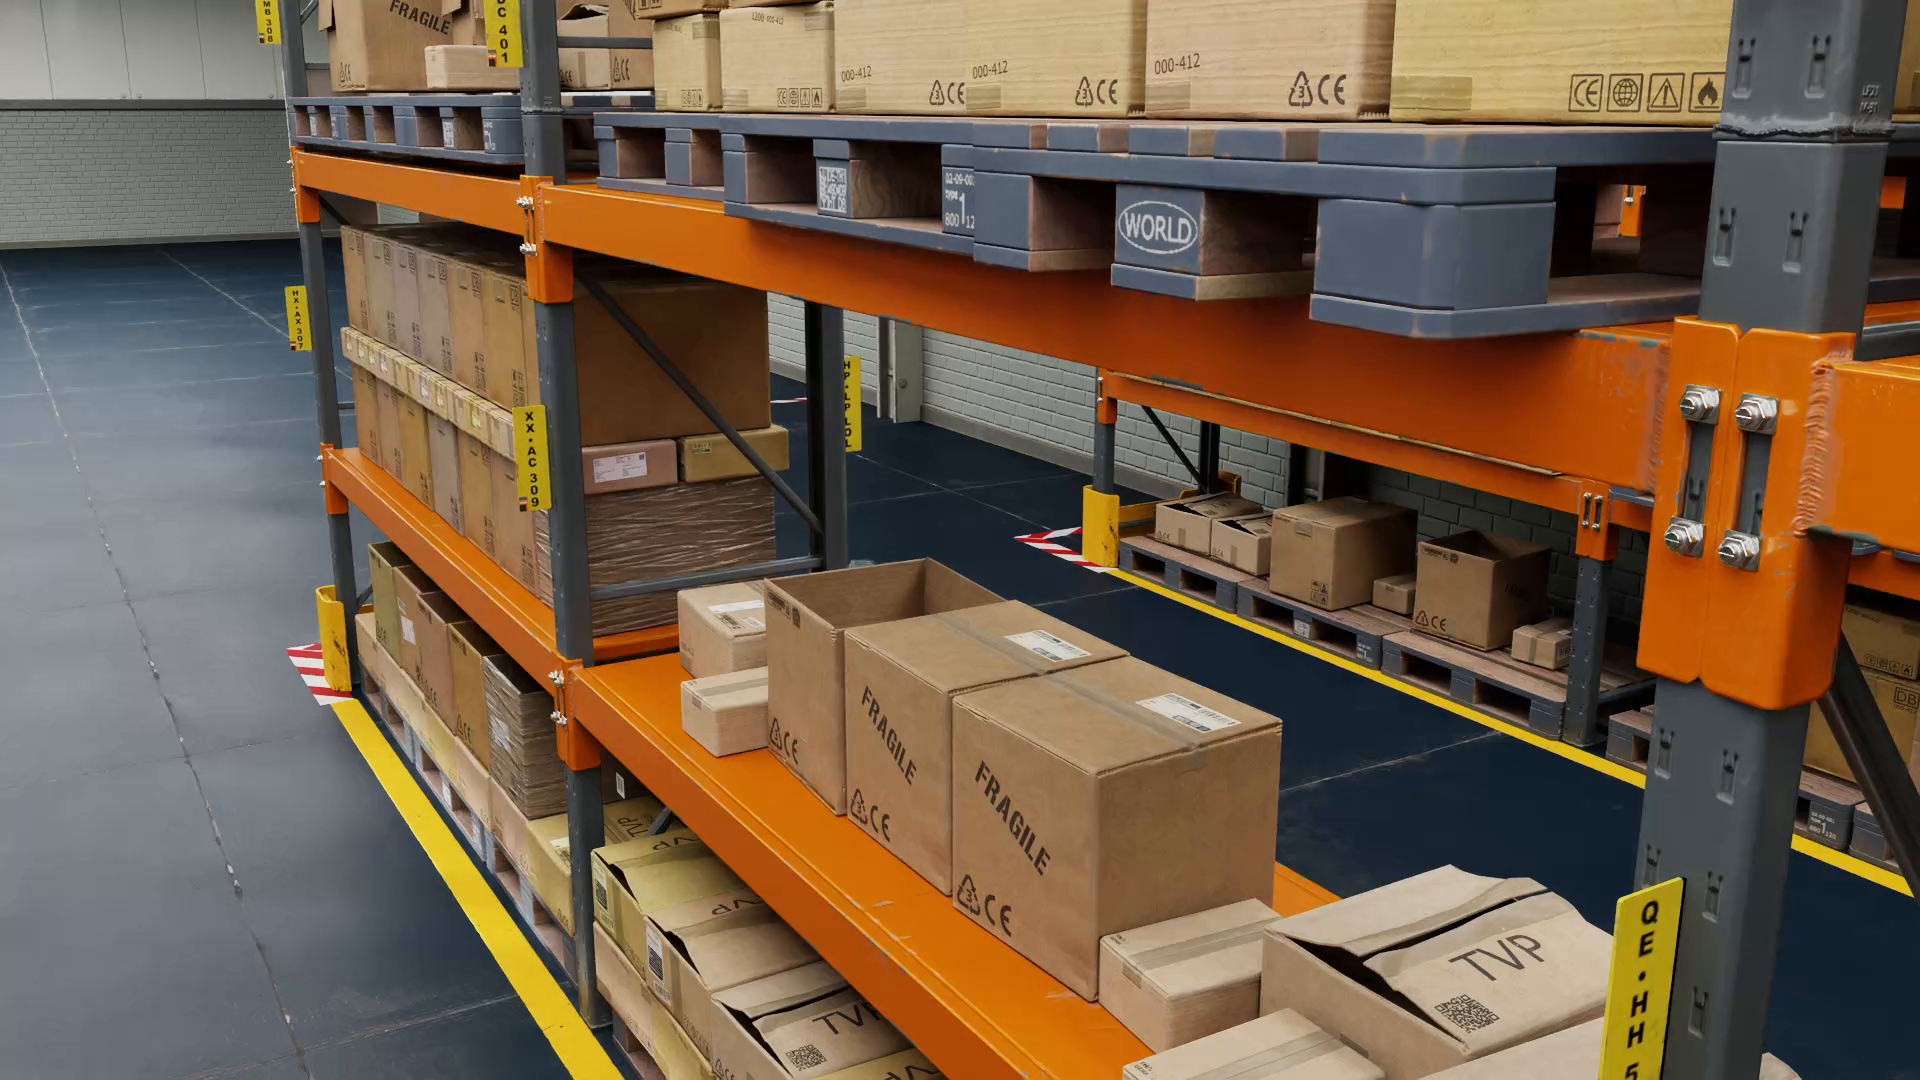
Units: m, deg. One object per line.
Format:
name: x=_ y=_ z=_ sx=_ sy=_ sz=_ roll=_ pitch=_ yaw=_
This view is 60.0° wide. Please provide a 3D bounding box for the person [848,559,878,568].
person: x=-0.380 y=0.580 z=8.019 sx=0.512 sy=0.897 sz=0.978 roll=-9 pitch=17 yaw=-32
